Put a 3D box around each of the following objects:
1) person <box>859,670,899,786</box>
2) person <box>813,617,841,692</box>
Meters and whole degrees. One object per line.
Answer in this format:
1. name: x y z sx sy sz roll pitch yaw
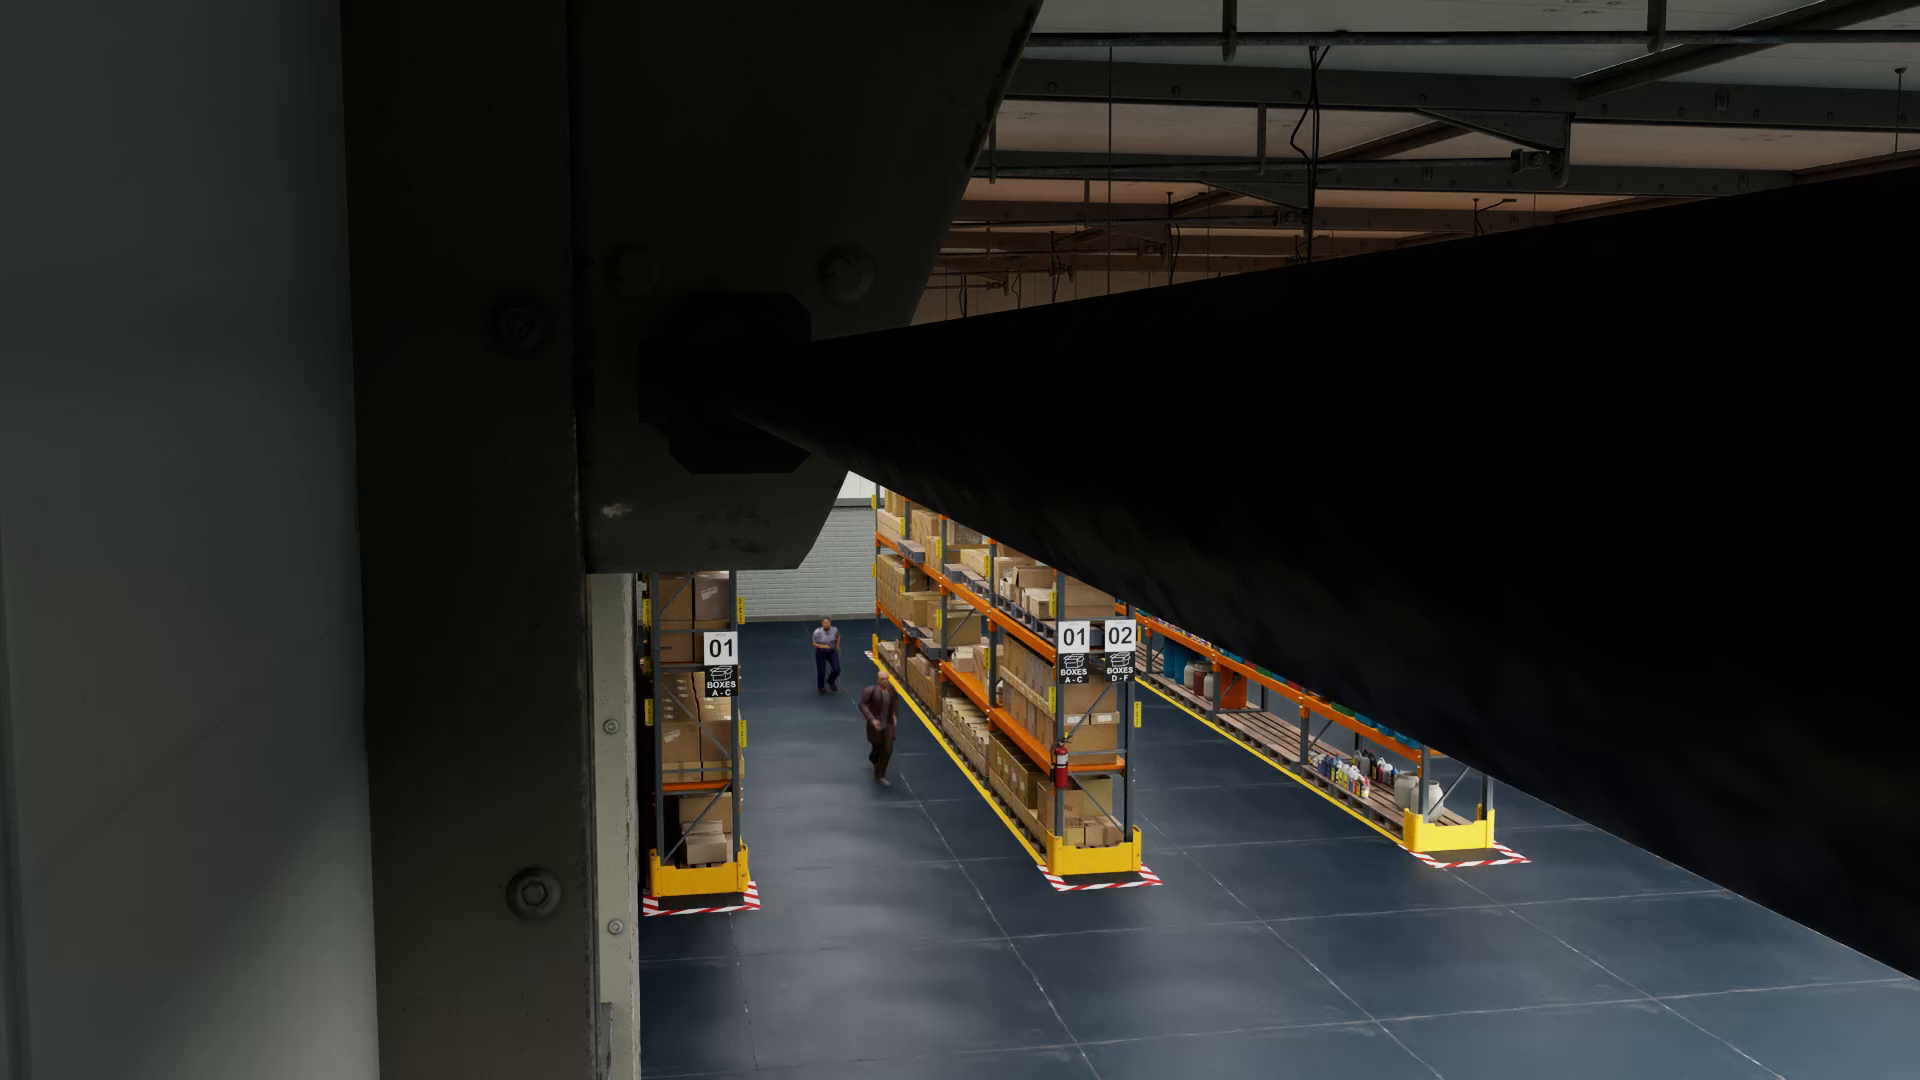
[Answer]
1. person: -1.255 2.852 25.588 0.710 1.763 0.743 -2 6 -22
2. person: -2.592 2.238 32.430 0.608 1.541 0.834 -2 6 -17
